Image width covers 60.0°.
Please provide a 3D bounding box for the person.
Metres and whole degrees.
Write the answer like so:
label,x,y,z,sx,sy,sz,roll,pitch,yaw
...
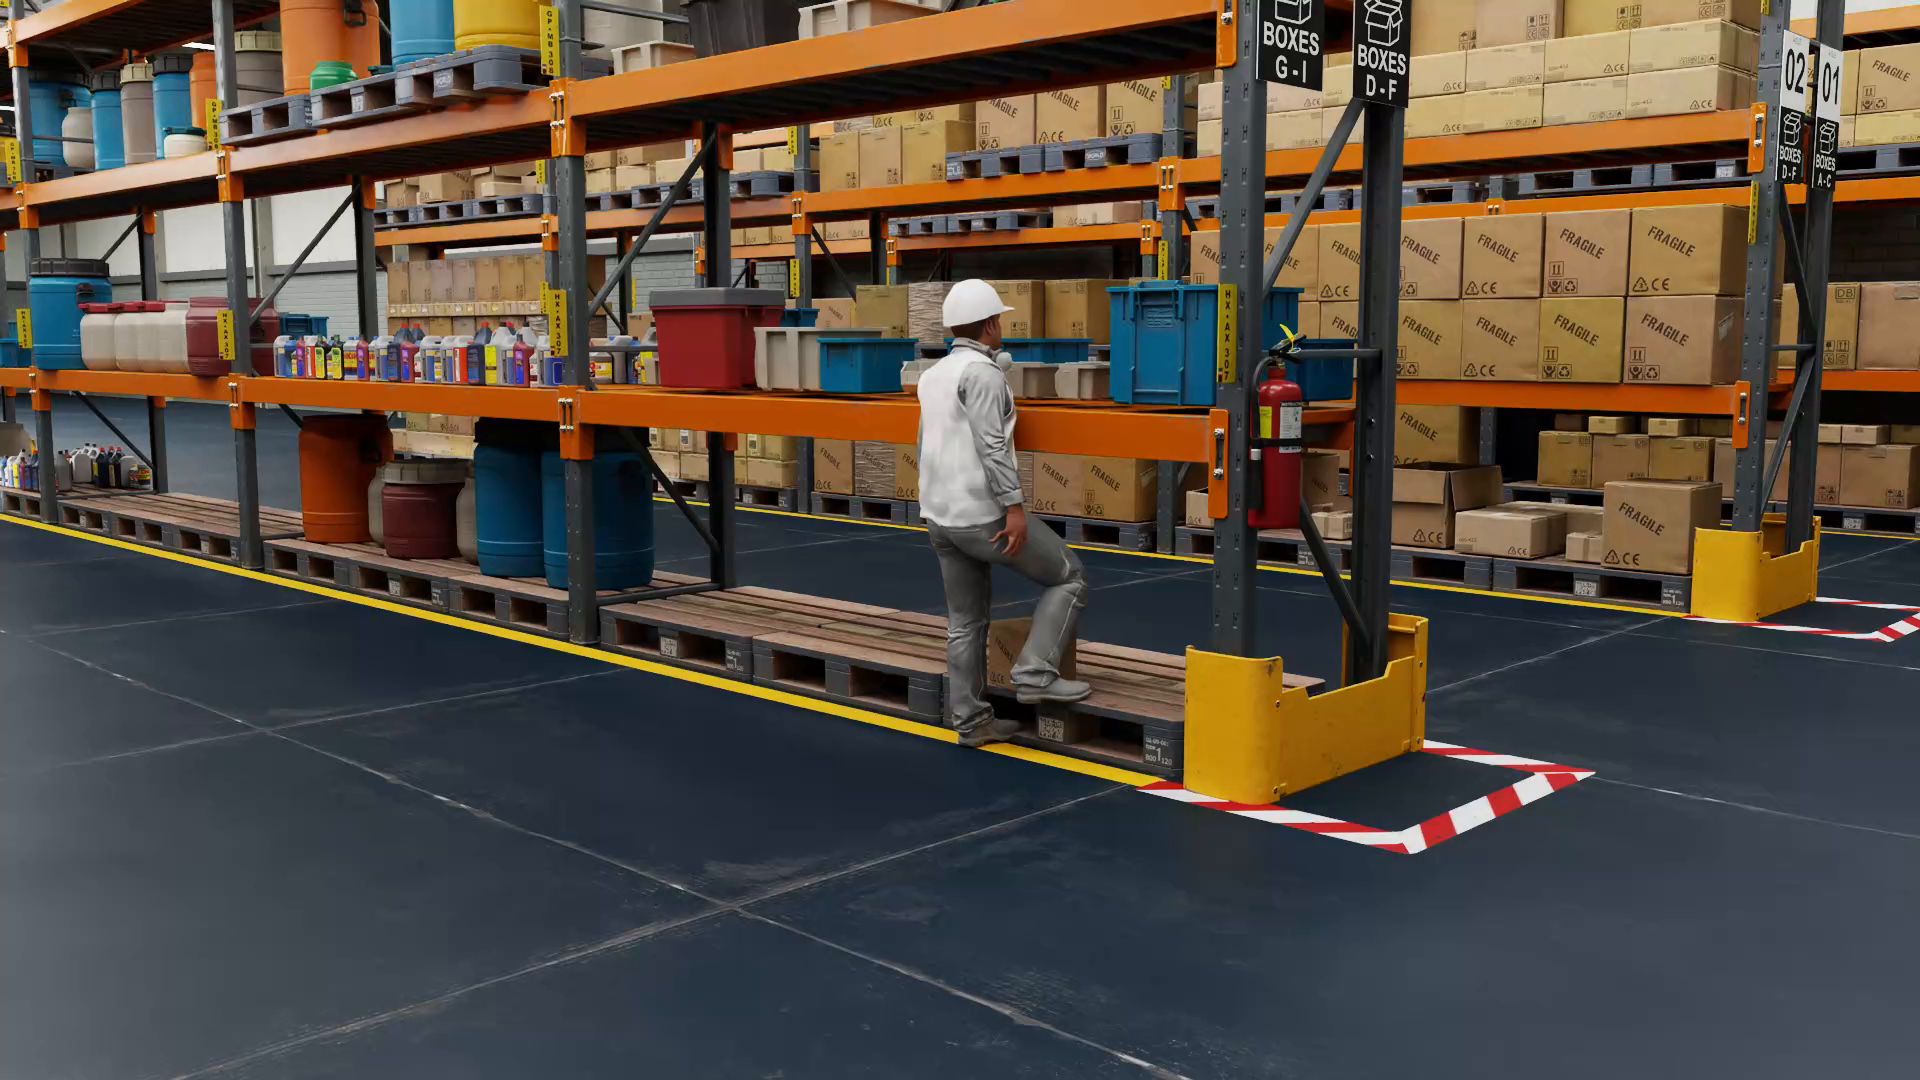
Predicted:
label,x,y,z,sx,sy,sz,roll,pitch,yaw
person,0.146,-0.097,6.356,0.610,1.778,0.637,-4,8,-29
